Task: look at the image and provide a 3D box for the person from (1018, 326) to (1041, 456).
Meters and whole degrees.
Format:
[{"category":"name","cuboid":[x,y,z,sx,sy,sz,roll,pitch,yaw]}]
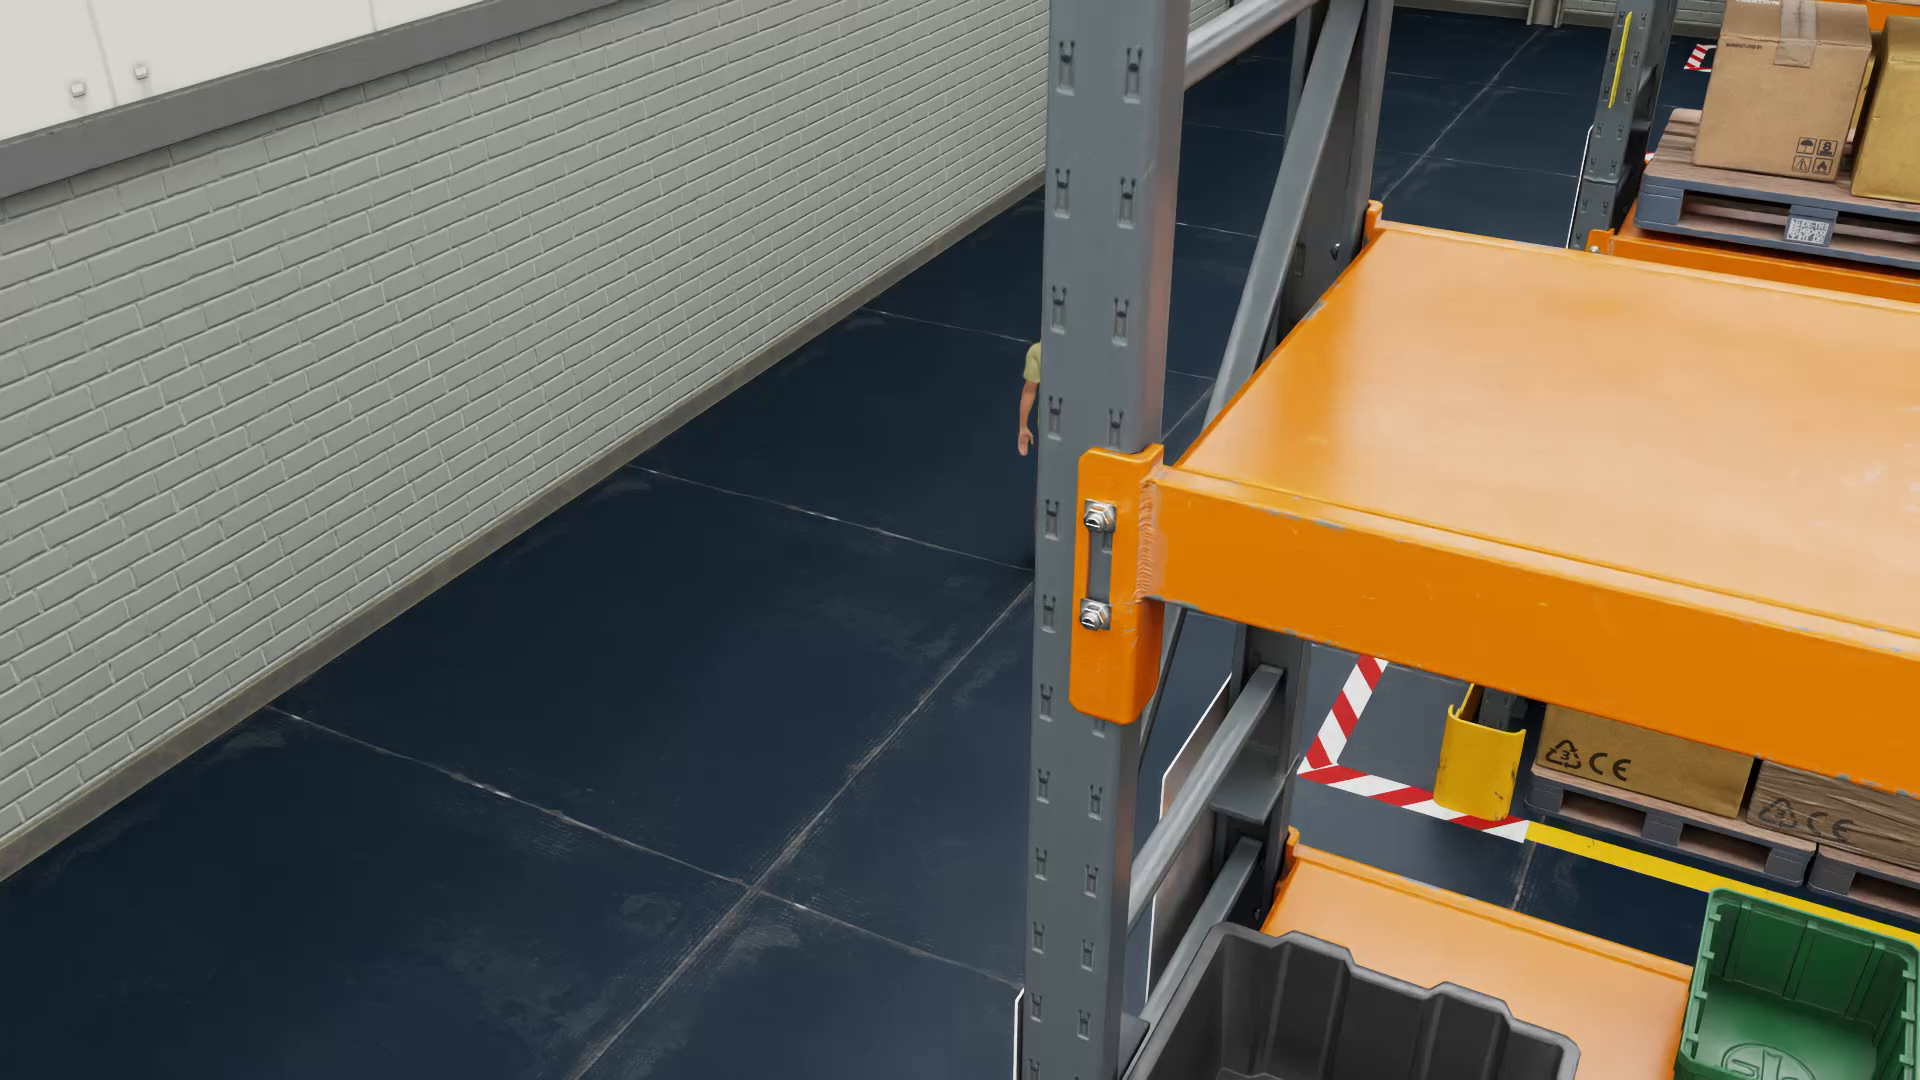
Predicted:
[{"category":"person","cuboid":[0.652,-0.684,9.481,0.470,1.616,0.961,16,34,25]}]
